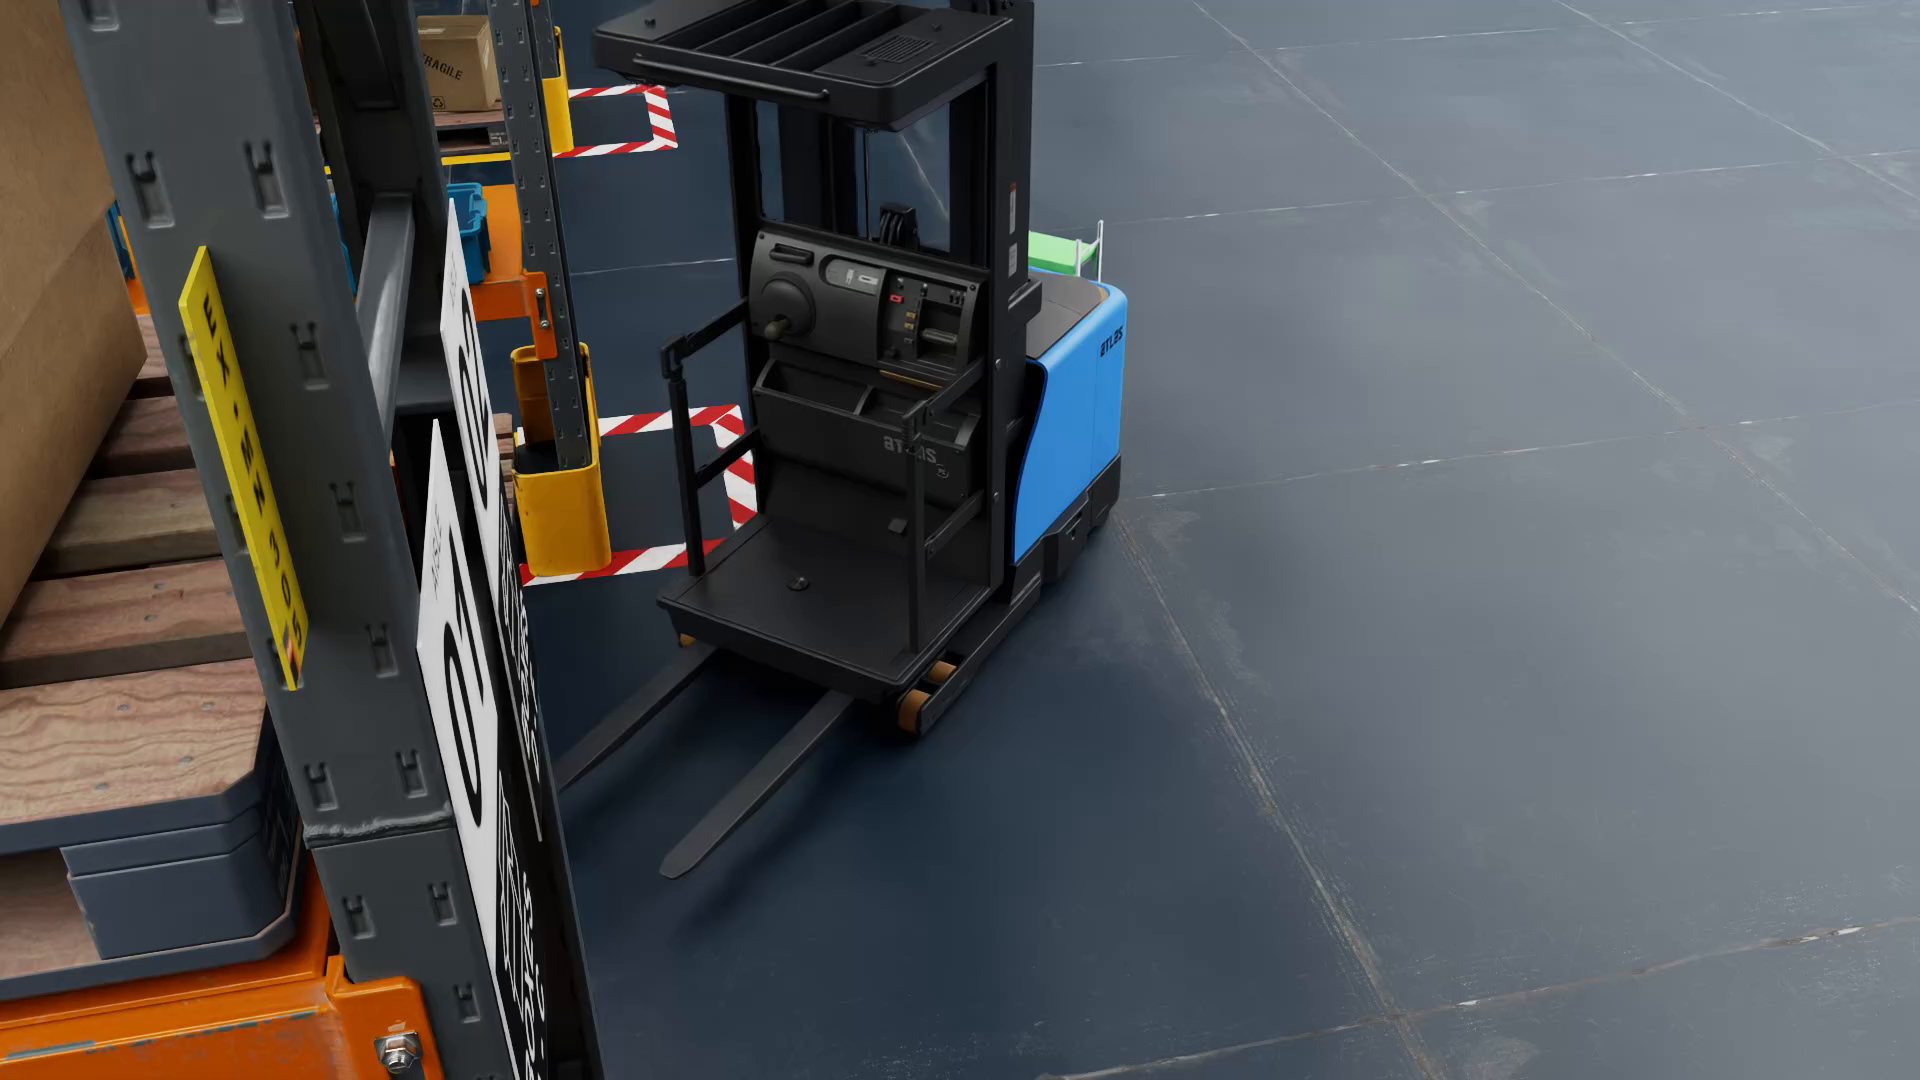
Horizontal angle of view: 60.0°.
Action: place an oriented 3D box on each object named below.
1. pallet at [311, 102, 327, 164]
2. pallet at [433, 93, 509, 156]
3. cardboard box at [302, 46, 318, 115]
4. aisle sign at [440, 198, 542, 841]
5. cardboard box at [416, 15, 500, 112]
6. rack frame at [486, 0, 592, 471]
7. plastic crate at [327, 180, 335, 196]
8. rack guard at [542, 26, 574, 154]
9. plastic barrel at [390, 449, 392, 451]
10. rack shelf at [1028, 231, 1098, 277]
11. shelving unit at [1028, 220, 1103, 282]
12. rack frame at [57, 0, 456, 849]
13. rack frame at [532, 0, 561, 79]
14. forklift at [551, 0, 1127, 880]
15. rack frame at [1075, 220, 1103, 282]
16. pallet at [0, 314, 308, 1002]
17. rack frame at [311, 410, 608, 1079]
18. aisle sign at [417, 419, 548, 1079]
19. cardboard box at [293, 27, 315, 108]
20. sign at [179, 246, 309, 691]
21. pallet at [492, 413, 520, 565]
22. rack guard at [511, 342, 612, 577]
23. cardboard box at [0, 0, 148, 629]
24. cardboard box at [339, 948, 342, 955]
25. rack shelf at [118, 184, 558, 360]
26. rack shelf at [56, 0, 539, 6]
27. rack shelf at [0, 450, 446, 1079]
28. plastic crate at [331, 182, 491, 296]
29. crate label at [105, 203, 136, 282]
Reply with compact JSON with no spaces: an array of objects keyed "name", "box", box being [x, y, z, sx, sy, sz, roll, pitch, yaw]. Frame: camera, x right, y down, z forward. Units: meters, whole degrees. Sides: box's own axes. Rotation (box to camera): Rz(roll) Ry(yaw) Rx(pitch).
[{"name":"pallet","box":[-4.866,-2.751,11.159,1.213,0.211,1.003,-7,35,-11]},{"name":"pallet","box":[-3.679,-2.899,11.380,1.213,0.211,1.003,-7,35,-11]},{"name":"cardboard box","box":[-3.992,-3.123,11.079,0.500,0.500,0.500,1,34,2]},{"name":"aisle sign","box":[-0.626,-0.016,2.249,0.004,0.787,0.394,-7,35,-11]},{"name":"cardboard box","box":[-3.417,-3.215,11.216,0.500,0.500,0.500,-1,34,-2]},{"name":"rack frame","box":[-1.712,-1.455,6.726,0.127,3.000,1.000,-7,35,-11]},{"name":"plastic crate","box":[-2.655,-1.410,6.896,0.250,0.136,0.298,-7,35,-11]},{"name":"rack guard","box":[-2.878,-3.099,11.420,0.348,0.500,1.175,-7,35,-11]},{"name":"plastic barrel","box":[-2.337,-0.473,7.119,0.421,0.512,0.421,0,34,0]},{"name":"rack shelf","box":[0.336,-1.225,7.252,0.480,0.148,0.258,17,37,24]},{"name":"shelving unit","box":[0.336,-0.880,7.484,0.503,1.200,0.258,17,37,24]},{"name":"rack frame","box":[-0.622,-1.253,1.042,0.127,3.000,1.000,-7,35,-11]},{"name":"rack frame","box":[-2.804,-4.146,10.737,0.127,3.000,1.000,-7,35,-11]},{"name":"forklift","box":[-0.454,-0.786,5.790,1.130,2.935,3.031,17,38,24]},{"name":"rack frame","box":[0.550,-0.814,7.387,0.015,1.200,0.240,17,37,24]},{"name":"pallet","box":[-1.318,0.102,1.793,1.213,0.211,1.003,-7,35,-11]},{"name":"rack frame","box":[-0.622,1.238,2.713,0.127,3.000,1.000,-7,35,-11]},{"name":"aisle sign","box":[-0.494,0.310,1.763,0.004,0.787,0.394,-7,35,-11]},{"name":"cardboard box","box":[-4.607,-3.056,10.979,0.500,0.500,0.500,-4,34,-6]},{"name":"sign","box":[-0.516,-0.046,1.211,0.005,0.325,0.100,-7,35,-11]},{"name":"pallet","box":[-2.569,-0.165,7.306,1.213,0.211,1.003,-7,35,-11]},{"name":"rack guard","box":[-1.775,-0.382,7.370,0.348,0.500,1.175,-7,35,-11]},{"name":"cardboard box","box":[-1.184,-0.215,1.591,0.637,0.503,0.797,-5,34,-7]},{"name":"cardboard box","box":[-1.132,0.715,2.239,0.500,0.500,0.700,-7,35,-10]},{"name":"rack shelf","box":[-3.662,-0.910,6.560,4.000,0.370,1.077,-7,35,-11]},{"name":"rack shelf","box":[-4.755,-3.602,10.571,4.000,0.370,1.077,-7,35,-11]},{"name":"rack shelf","box":[-2.573,0.537,1.711,4.000,0.370,1.077,-7,35,-11]},{"name":"plastic crate","box":[-2.134,-1.169,6.433,0.616,0.251,0.499,-7,35,-11]},{"name":"crate label","box":[-3.447,-1.096,6.160,0.616,0.435,0.502,-7,35,-11]}]
